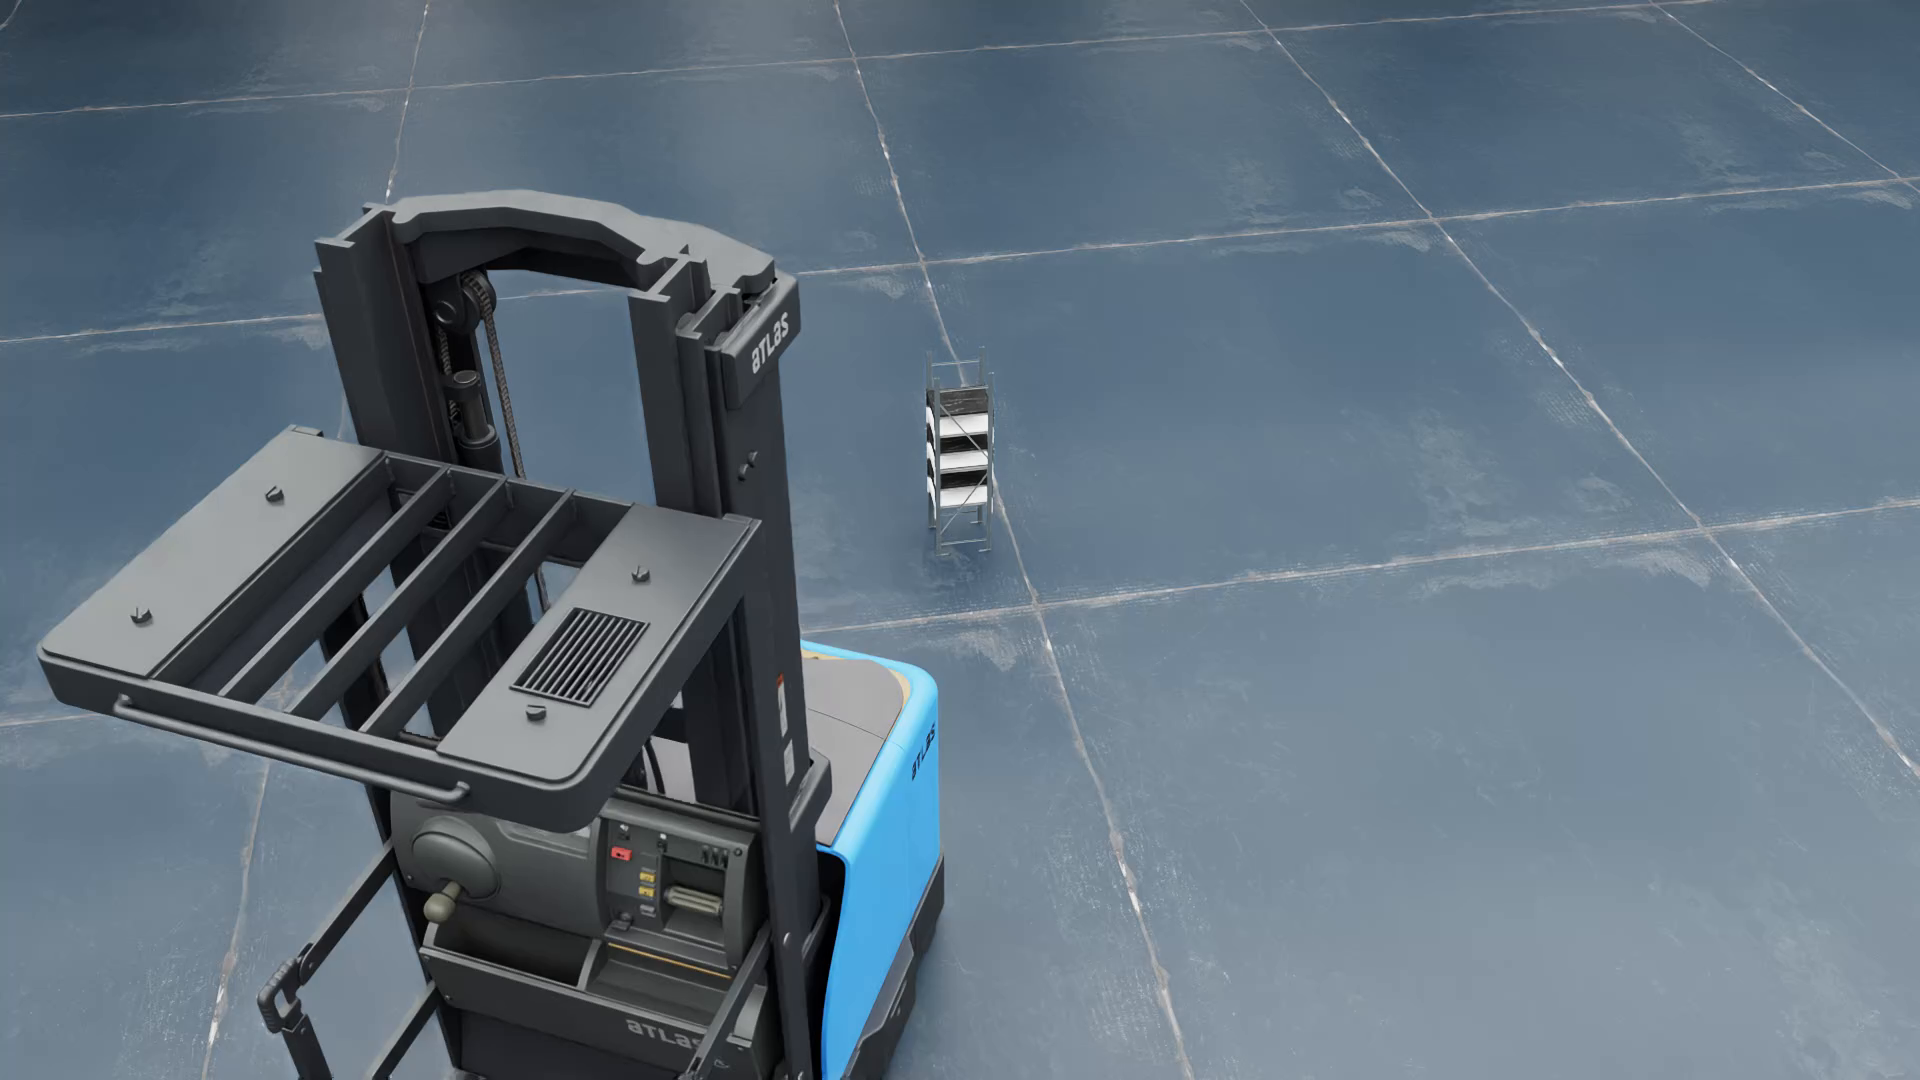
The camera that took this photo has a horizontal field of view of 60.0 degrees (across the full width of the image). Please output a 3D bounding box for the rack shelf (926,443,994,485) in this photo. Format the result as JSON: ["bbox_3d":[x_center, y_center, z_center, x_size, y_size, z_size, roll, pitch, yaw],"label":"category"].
[{"bbox_3d":[-0.001,-0.334,7.001,0.258,0.077,0.200,-6,38,-8],"label":"rack shelf"}]

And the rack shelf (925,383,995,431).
[{"bbox_3d":[-0.001,-0.547,6.835,0.258,0.077,0.200,-6,38,-8],"label":"rack shelf"}]

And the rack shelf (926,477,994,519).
[{"bbox_3d":[-0.001,-0.192,7.111,0.258,0.077,0.200,-6,38,-8],"label":"rack shelf"}]

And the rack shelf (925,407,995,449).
[{"bbox_3d":[-0.001,-0.476,6.890,0.258,0.077,0.200,-6,38,-8],"label":"rack shelf"}]

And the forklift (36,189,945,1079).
[{"bbox_3d":[-0.995,0.846,3.772,1.130,2.935,3.031,11,39,14],"label":"forklift"}]

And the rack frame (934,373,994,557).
[{"bbox_3d":[0.016,-0.299,6.901,0.240,0.900,0.006,-6,38,-8],"label":"rack frame"}]

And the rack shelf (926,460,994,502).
[{"bbox_3d":[-0.001,-0.263,7.056,0.258,0.077,0.200,-6,38,-8],"label":"rack shelf"}]

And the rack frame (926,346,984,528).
[{"bbox_3d":[-0.019,-0.422,7.059,0.240,0.900,0.006,-6,38,-8],"label":"rack frame"}]

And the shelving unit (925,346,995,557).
[{"bbox_3d":[-0.001,-0.360,6.980,0.258,0.900,0.210,-6,38,-8],"label":"shelving unit"}]

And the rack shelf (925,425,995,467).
[{"bbox_3d":[-0.001,-0.405,6.945,0.258,0.077,0.200,-6,38,-8],"label":"rack shelf"}]
